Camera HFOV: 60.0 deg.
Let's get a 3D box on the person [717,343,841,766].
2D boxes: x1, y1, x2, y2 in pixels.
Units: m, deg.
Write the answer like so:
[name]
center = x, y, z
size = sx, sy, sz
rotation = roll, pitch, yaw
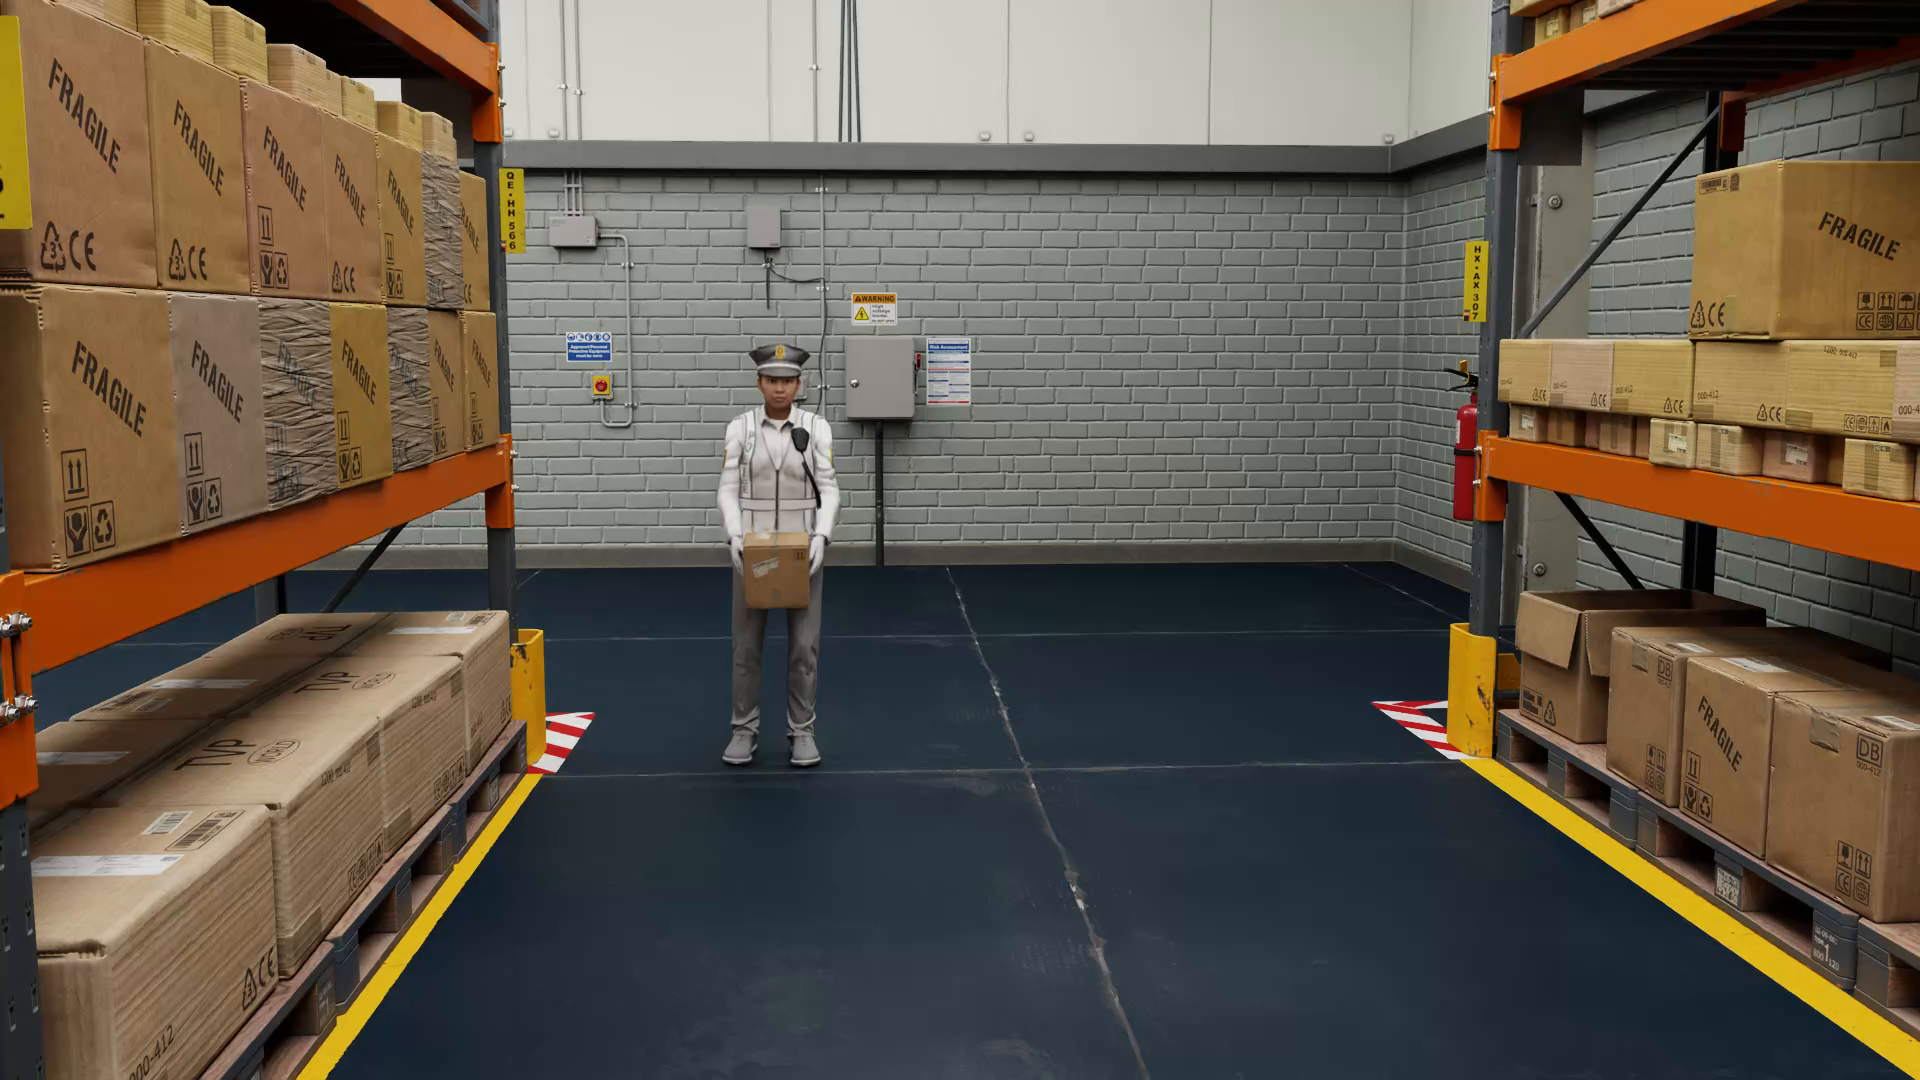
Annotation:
[person]
center = -0.729, 0.053, 6.711
size = 0.498, 1.686, 0.425
rotation = -1, 7, -5
